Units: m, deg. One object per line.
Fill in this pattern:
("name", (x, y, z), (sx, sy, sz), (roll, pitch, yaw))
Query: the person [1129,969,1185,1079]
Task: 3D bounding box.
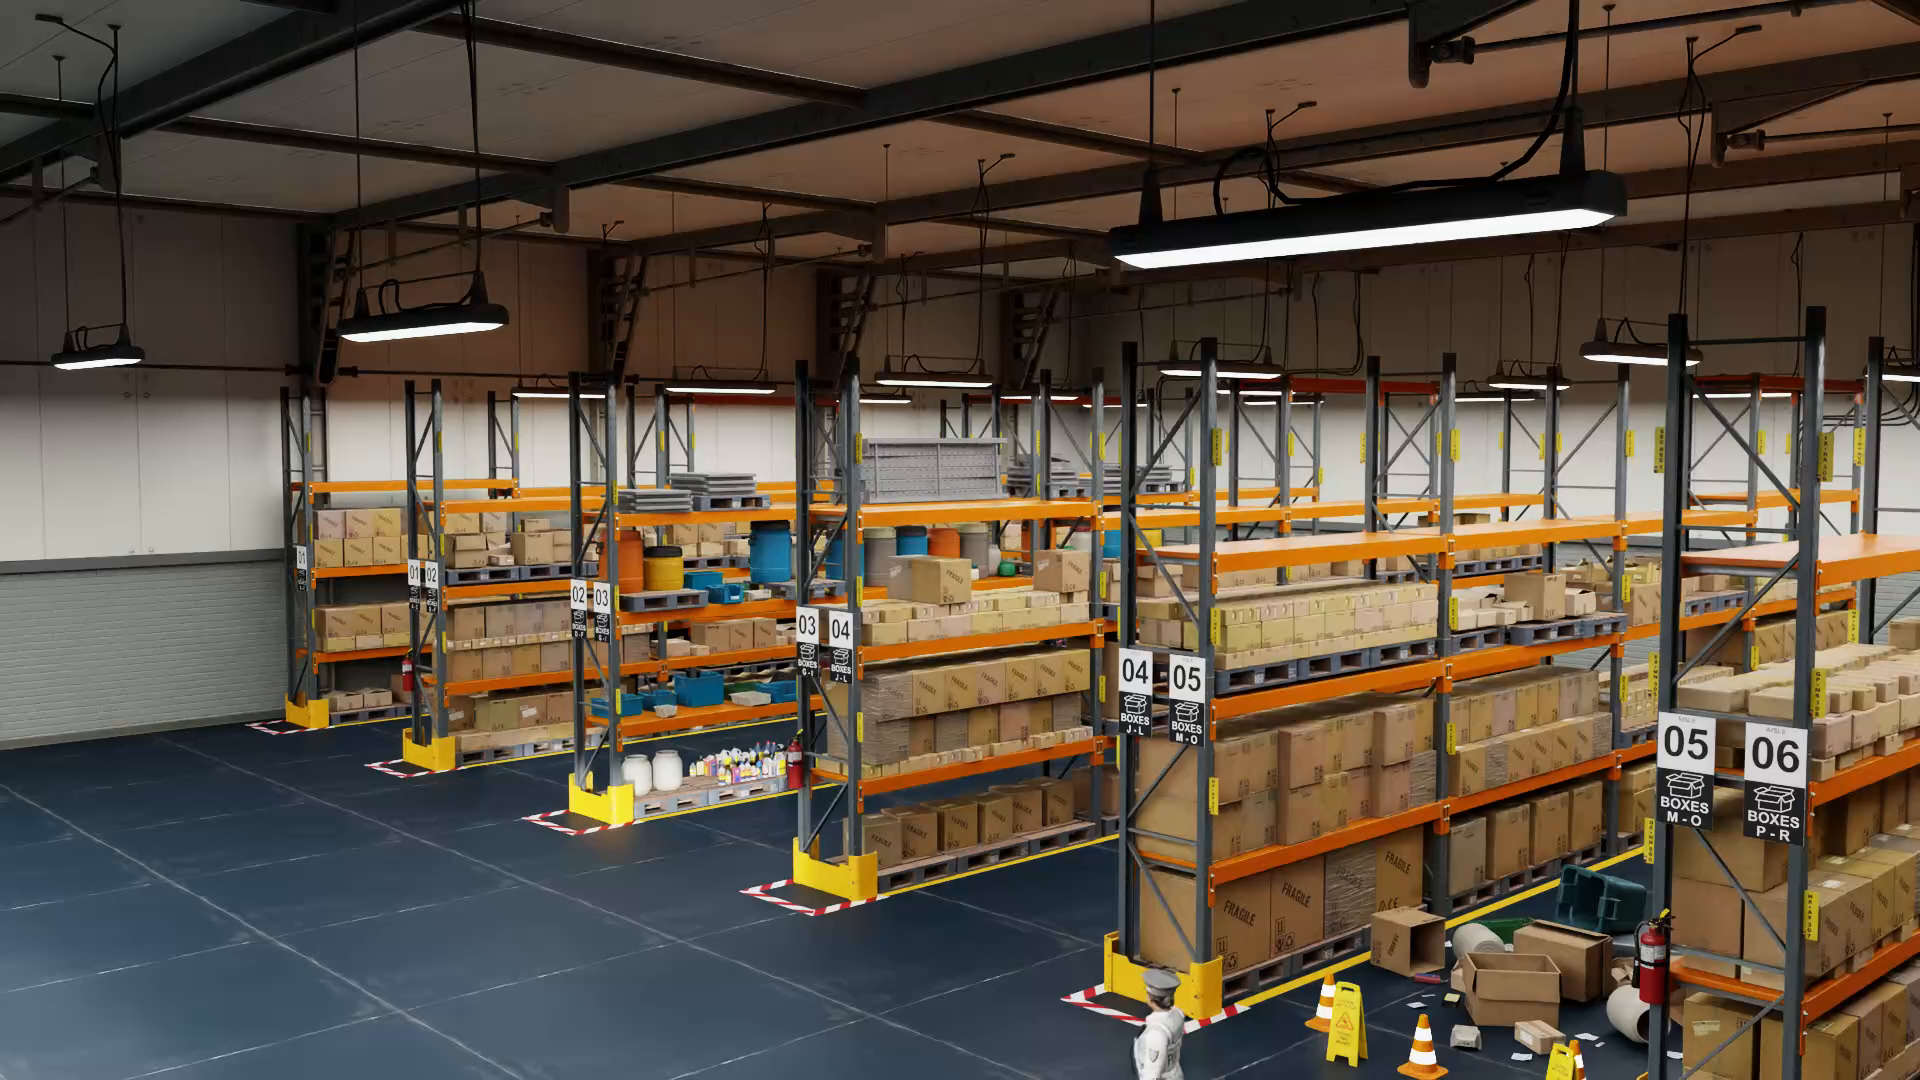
("person", (1.304, 3.636, 10.827), (0.411, 1.688, 0.580), (1, 4, 14))
